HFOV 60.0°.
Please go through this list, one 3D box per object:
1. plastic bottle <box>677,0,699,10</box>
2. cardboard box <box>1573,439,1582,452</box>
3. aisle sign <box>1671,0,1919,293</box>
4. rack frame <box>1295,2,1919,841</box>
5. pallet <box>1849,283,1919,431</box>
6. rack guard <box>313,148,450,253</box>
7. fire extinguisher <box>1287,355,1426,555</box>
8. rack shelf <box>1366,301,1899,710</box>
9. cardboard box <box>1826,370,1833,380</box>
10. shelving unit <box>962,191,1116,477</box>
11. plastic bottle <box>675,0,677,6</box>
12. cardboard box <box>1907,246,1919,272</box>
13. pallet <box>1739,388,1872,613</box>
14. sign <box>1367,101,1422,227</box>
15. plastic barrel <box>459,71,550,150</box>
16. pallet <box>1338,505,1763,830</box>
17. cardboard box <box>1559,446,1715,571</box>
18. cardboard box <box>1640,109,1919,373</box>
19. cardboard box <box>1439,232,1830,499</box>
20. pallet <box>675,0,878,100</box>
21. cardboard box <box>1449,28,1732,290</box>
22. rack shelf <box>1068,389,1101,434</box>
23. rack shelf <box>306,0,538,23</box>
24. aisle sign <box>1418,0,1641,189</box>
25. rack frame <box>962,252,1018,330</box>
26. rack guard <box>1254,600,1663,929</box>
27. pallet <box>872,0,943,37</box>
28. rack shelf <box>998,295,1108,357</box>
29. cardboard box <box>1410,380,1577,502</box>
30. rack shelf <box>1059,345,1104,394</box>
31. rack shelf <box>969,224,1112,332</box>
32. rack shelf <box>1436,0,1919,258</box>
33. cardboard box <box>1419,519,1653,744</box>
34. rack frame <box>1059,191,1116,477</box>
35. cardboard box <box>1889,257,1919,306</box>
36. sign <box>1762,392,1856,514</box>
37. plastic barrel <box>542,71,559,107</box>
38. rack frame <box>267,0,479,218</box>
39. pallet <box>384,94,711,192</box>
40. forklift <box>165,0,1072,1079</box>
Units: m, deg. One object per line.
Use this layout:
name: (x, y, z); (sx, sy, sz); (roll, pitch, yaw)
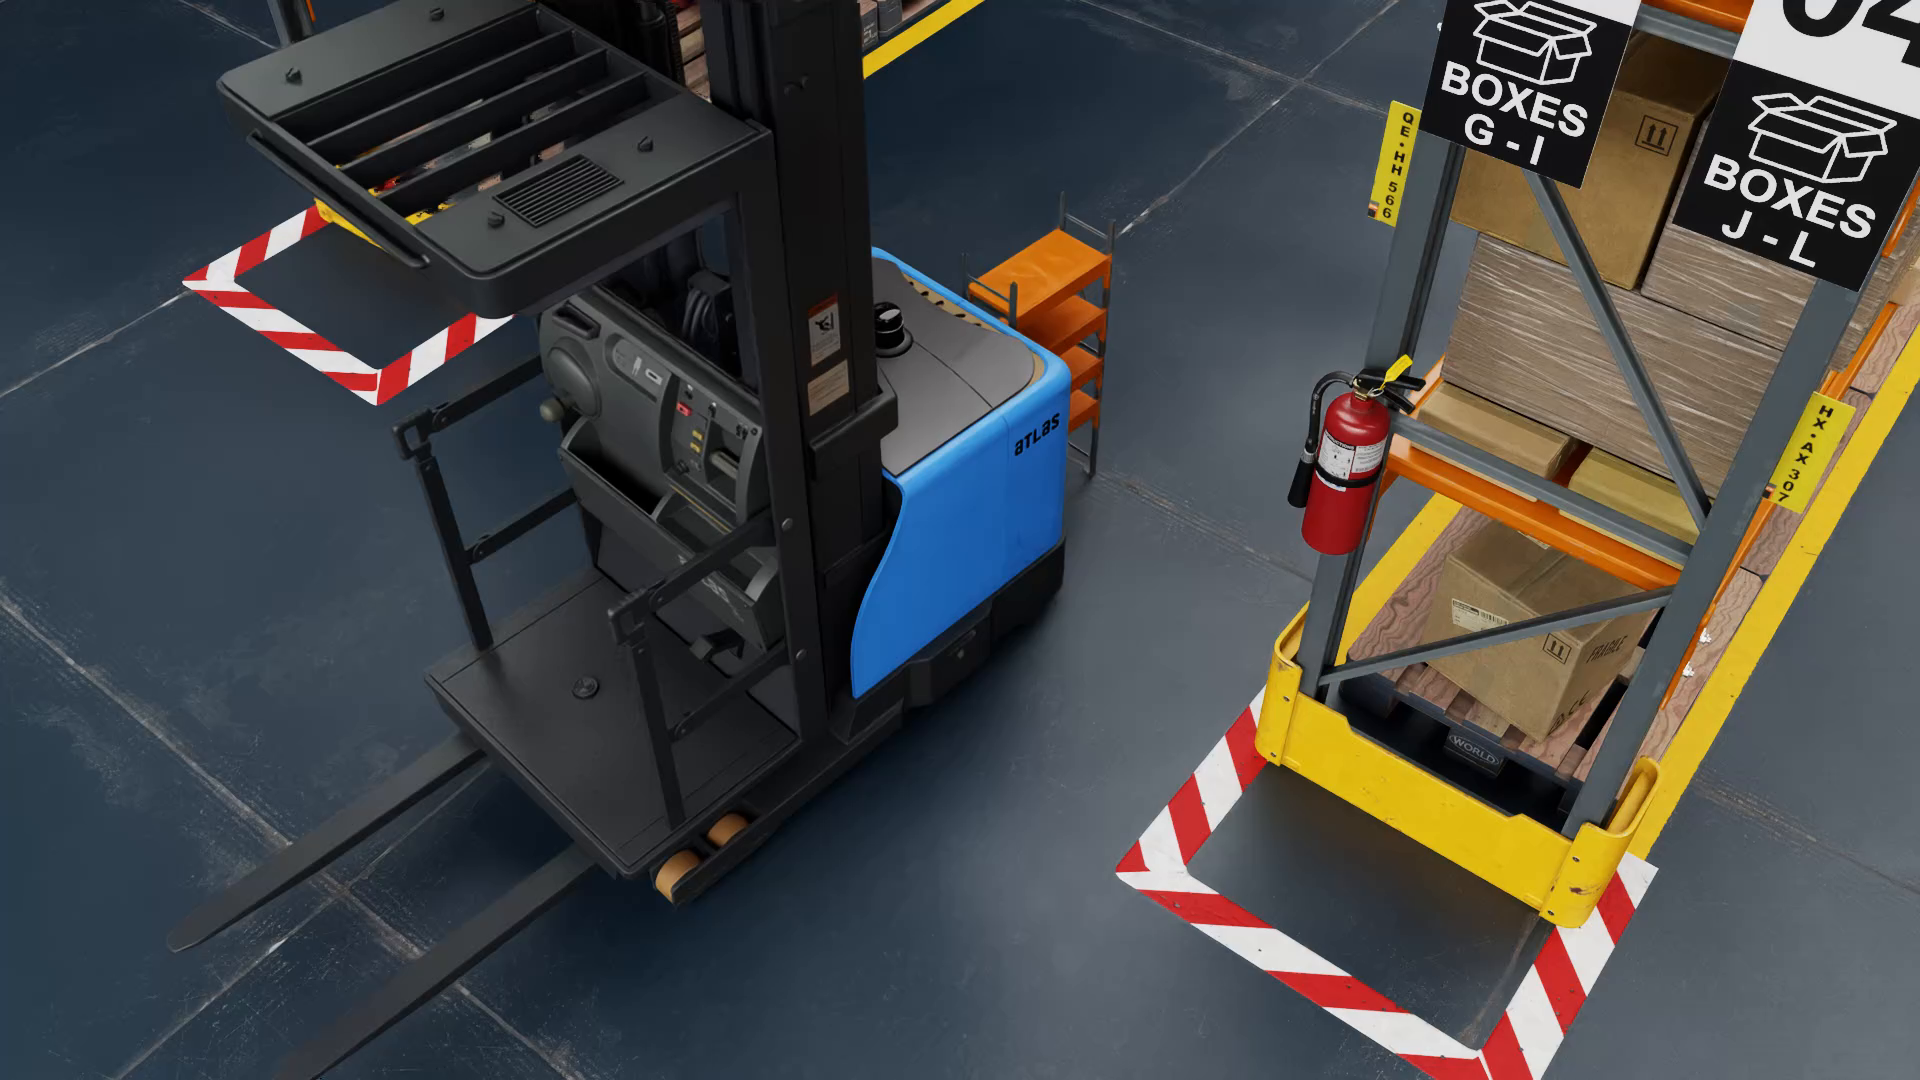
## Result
plastic bottle: (-1.398, -2.869, 8.491); (0.061, 0.283, 0.133); (29, 53, 25)
cardboard box: (1.649, -0.446, 4.776); (0.380, 0.149, 0.250); (29, 53, 25)
aisle sign: (1.685, -0.866, 3.205); (0.394, 0.787, 0.004); (29, 53, 25)
rack frame: (1.485, -0.136, 4.305); (1.000, 3.000, 0.127); (29, 53, 25)
pallet: (3.548, -1.062, 7.118); (1.003, 0.211, 1.213); (29, 53, 25)
rack guard: (-2.425, -1.526, 7.362); (1.175, 0.500, 0.348); (29, 53, 25)
fire extinguisher: (1.050, -0.247, 4.465); (0.296, 0.674, 0.183); (29, 53, 25)
rack shelf: (2.708, -1.032, 5.659); (1.077, 0.370, 4.000); (29, 53, 25)
cardboard box: (2.476, -0.670, 4.989); (0.380, 0.149, 0.250); (29, 53, 25)
shelving unit: (0.267, -0.599, 5.992); (0.258, 1.200, 0.503); (35, 56, 29)
plastic bottle: (-1.483, -2.914, 8.538); (0.152, 0.276, 0.135); (30, 53, 25)
cardboard box: (2.348, -1.096, 4.256); (0.500, 0.500, 0.500); (29, 53, 25)
pallet: (2.803, -0.360, 6.448); (1.003, 0.211, 1.213); (29, 53, 25)
sign: (1.058, -0.902, 4.018); (0.100, 0.325, 0.005); (29, 53, 25)
plastic barrel: (-2.092, -2.022, 7.537); (0.421, 0.512, 0.421); (0, 46, 0)
pallet: (2.056, 0.335, 5.784); (1.003, 0.211, 1.213); (29, 53, 25)
cardboard box: (1.848, -0.107, 4.451); (0.380, 0.149, 0.250); (29, 53, 25)
cardboard box: (2.037, -0.813, 3.986); (0.500, 0.500, 0.500); (29, 53, 25)
cardboard box: (1.843, -0.576, 4.451); (0.875, 0.500, 0.500); (29, 53, 25)
pallet: (-1.178, -2.584, 8.573); (1.003, 0.211, 1.213); (29, 53, 25)
cardboard box: (1.626, -1.043, 4.205); (0.500, 0.500, 0.500); (29, 53, 25)
rack shelf: (0.267, -0.415, 6.185); (0.258, 0.148, 0.480); (35, 56, 29)
rack shelf: (-1.211, -3.222, 7.750); (1.077, 0.370, 4.000); (29, 53, 25)
aisle sign: (1.210, -1.131, 3.458); (0.394, 0.787, 0.004); (29, 53, 25)
rack frame: (0.096, -0.473, 5.872); (0.240, 1.200, 0.015); (35, 56, 29)
rack guard: (1.532, 0.684, 5.251); (1.175, 0.500, 0.348); (29, 53, 25)
pallet: (-0.432, -3.285, 9.242); (1.003, 0.211, 1.213); (29, 53, 25)
rack shelf: (0.267, -0.707, 5.879); (0.258, 0.148, 0.480); (35, 56, 29)
cardboard box: (1.496, -0.303, 4.639); (0.380, 0.149, 0.250); (29, 53, 25)
rack shelf: (0.267, -0.553, 6.041); (0.258, 0.148, 0.480); (35, 56, 29)
rack shelf: (0.267, -0.870, 5.708); (0.258, 0.148, 0.480); (35, 56, 29)
rack shelf: (2.708, -2.068, 4.574); (1.077, 0.370, 4.000); (29, 53, 25)
cardboard box: (1.880, 0.233, 5.392); (0.500, 0.500, 0.500); (-33, 54, -27)
rack frame: (0.438, -0.725, 6.113); (0.240, 1.200, 0.015); (35, 56, 29)
cardboard box: (2.842, -0.922, 5.230); (0.380, 0.149, 0.250); (29, 53, 25)
sign: (1.915, -0.195, 3.763); (0.100, 0.325, 0.005); (29, 53, 25)
plastic barrel: (-1.786, -2.308, 7.811); (0.421, 0.512, 0.421); (0, 46, 0)
rack frame: (-2.434, -2.326, 6.397); (1.000, 3.000, 0.127); (29, 53, 25)
pallet: (-1.924, -1.889, 7.909); (1.003, 0.211, 1.213); (29, 53, 25)
forklift: (-1.016, -0.310, 4.519); (1.130, 2.935, 3.031); (35, 56, 29)
